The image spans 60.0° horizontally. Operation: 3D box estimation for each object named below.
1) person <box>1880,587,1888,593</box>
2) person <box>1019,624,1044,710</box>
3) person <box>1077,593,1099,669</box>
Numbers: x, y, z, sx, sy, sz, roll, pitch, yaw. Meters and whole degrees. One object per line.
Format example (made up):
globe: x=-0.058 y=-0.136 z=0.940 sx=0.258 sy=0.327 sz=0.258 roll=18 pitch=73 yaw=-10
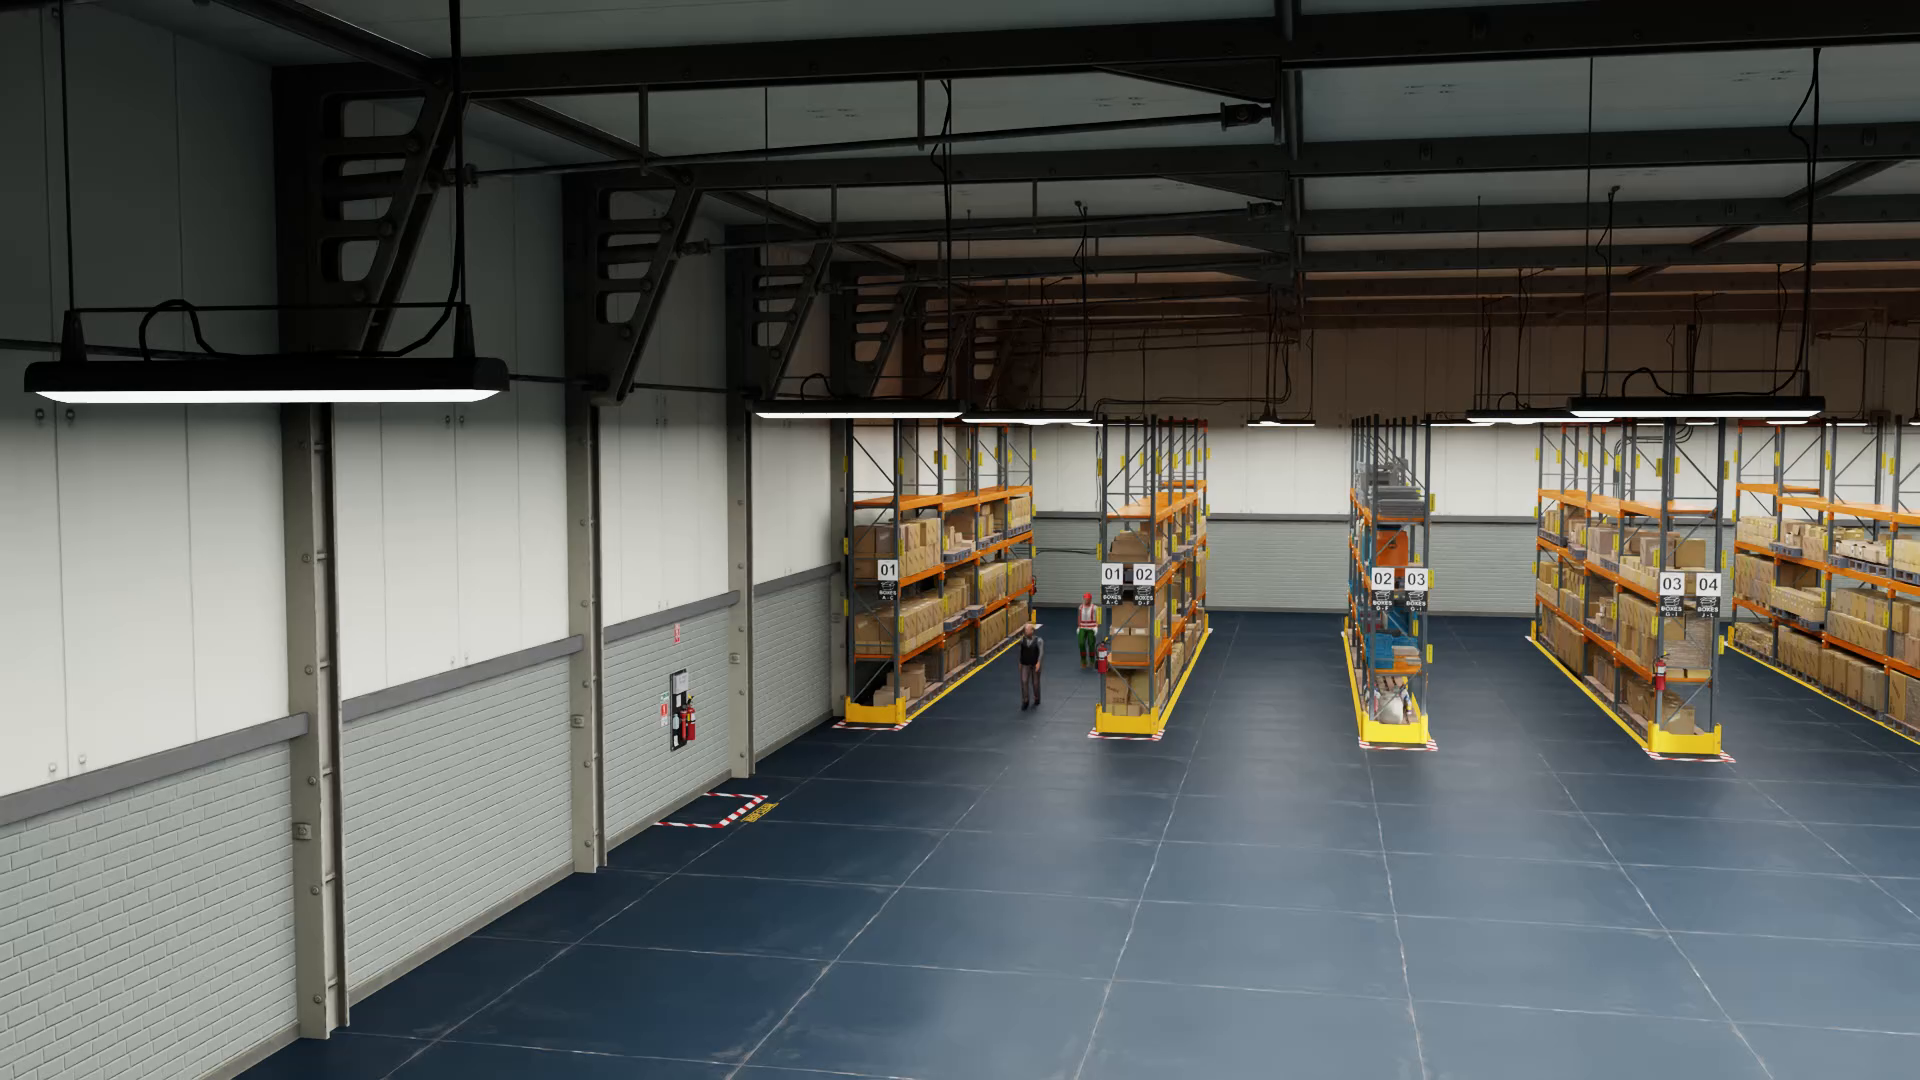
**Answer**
person: x=23.019 y=2.077 z=41.306 sx=0.515 sy=1.782 sz=0.538 roll=-1 pitch=4 yaw=-12
person: x=1.450 y=2.586 z=34.177 sx=0.567 sy=1.702 sz=0.855 roll=1 pitch=4 yaw=14
person: x=3.073 y=2.186 z=39.996 sx=0.597 sy=1.842 sz=0.535 roll=2 pitch=4 yaw=23
